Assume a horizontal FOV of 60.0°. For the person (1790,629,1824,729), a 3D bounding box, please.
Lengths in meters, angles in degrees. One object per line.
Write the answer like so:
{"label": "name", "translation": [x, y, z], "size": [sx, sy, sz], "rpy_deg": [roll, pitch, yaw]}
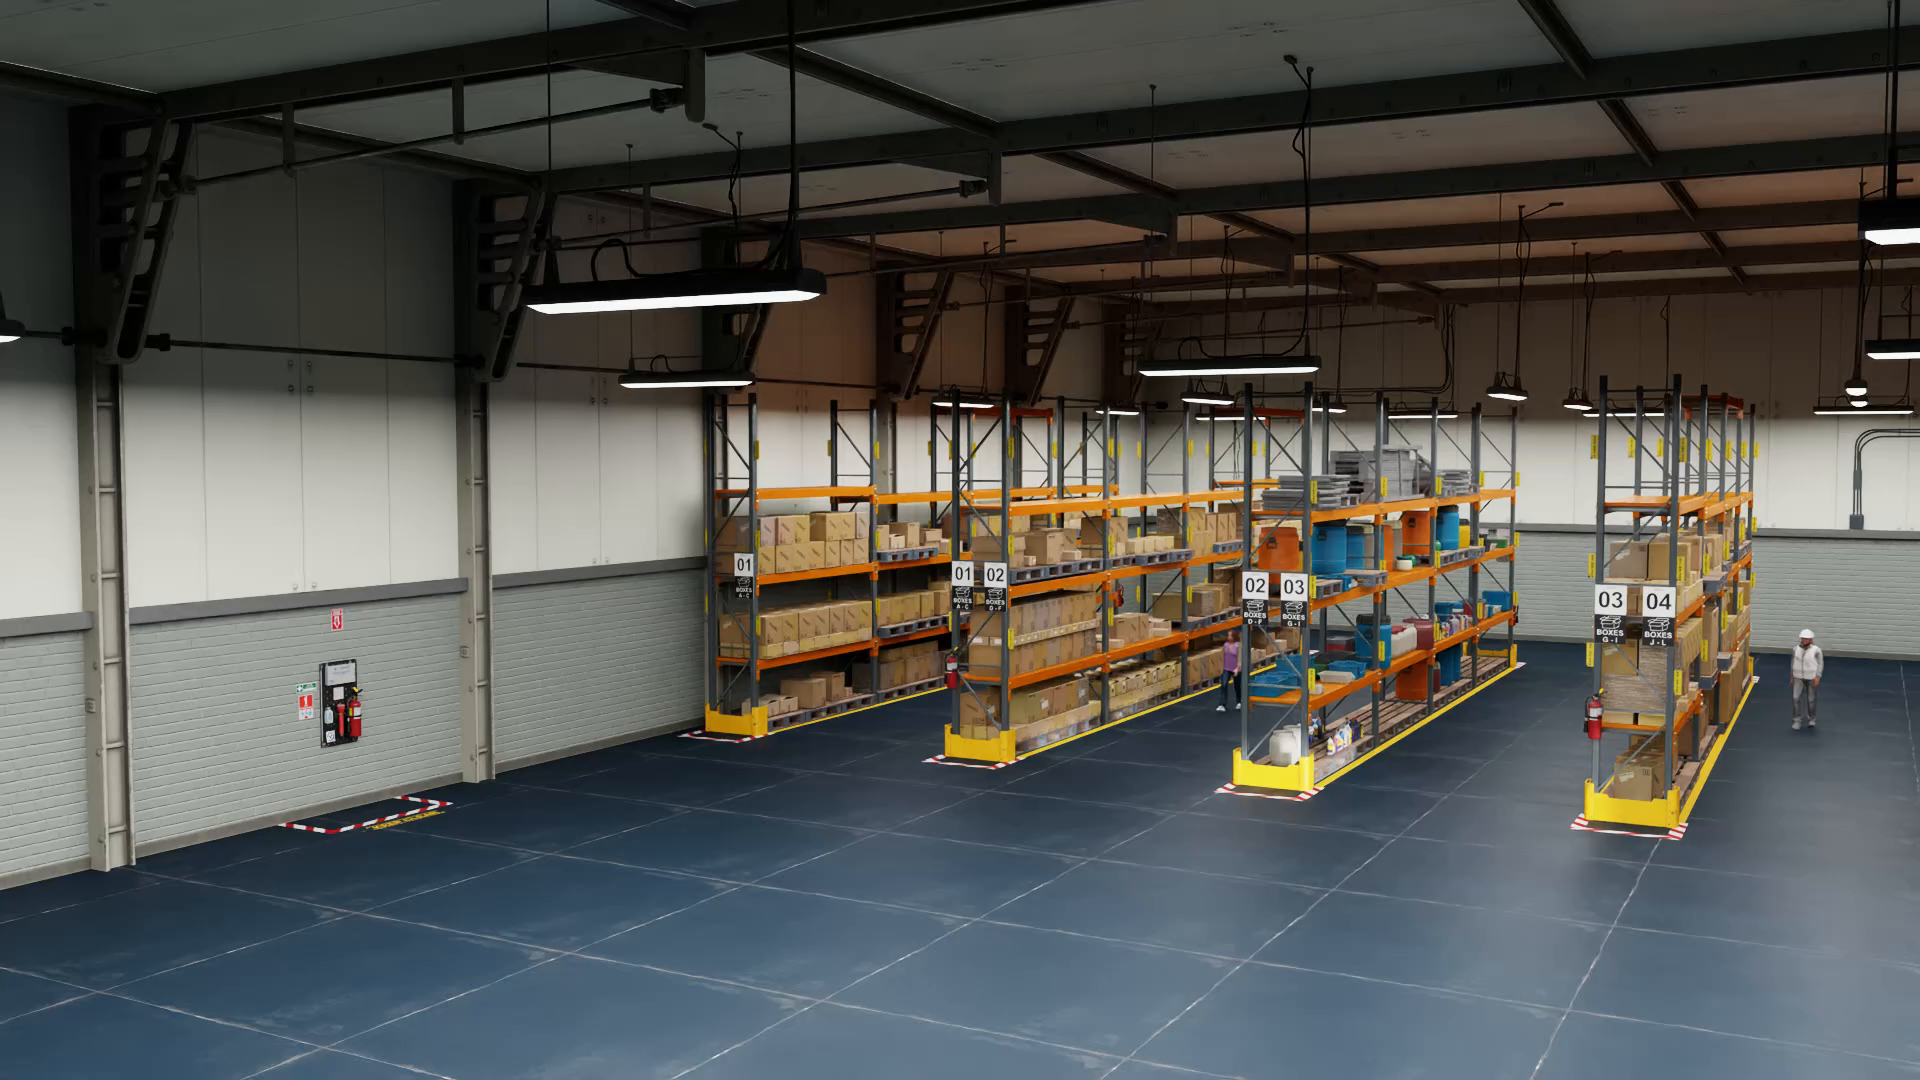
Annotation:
{"label": "person", "translation": [15.262, 2.507, 29.991], "size": [0.583, 1.796, 0.623], "rpy_deg": [3, 4, 43]}

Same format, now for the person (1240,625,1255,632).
{"label": "person", "translation": [7.235, 1.888, 42.342], "size": [0.496, 1.652, 0.542], "rpy_deg": [0, 3, -7]}

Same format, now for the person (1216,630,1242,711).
{"label": "person", "translation": [5.177, 2.492, 31.748], "size": [0.434, 1.547, 0.946], "rpy_deg": [2, 4, 29]}
